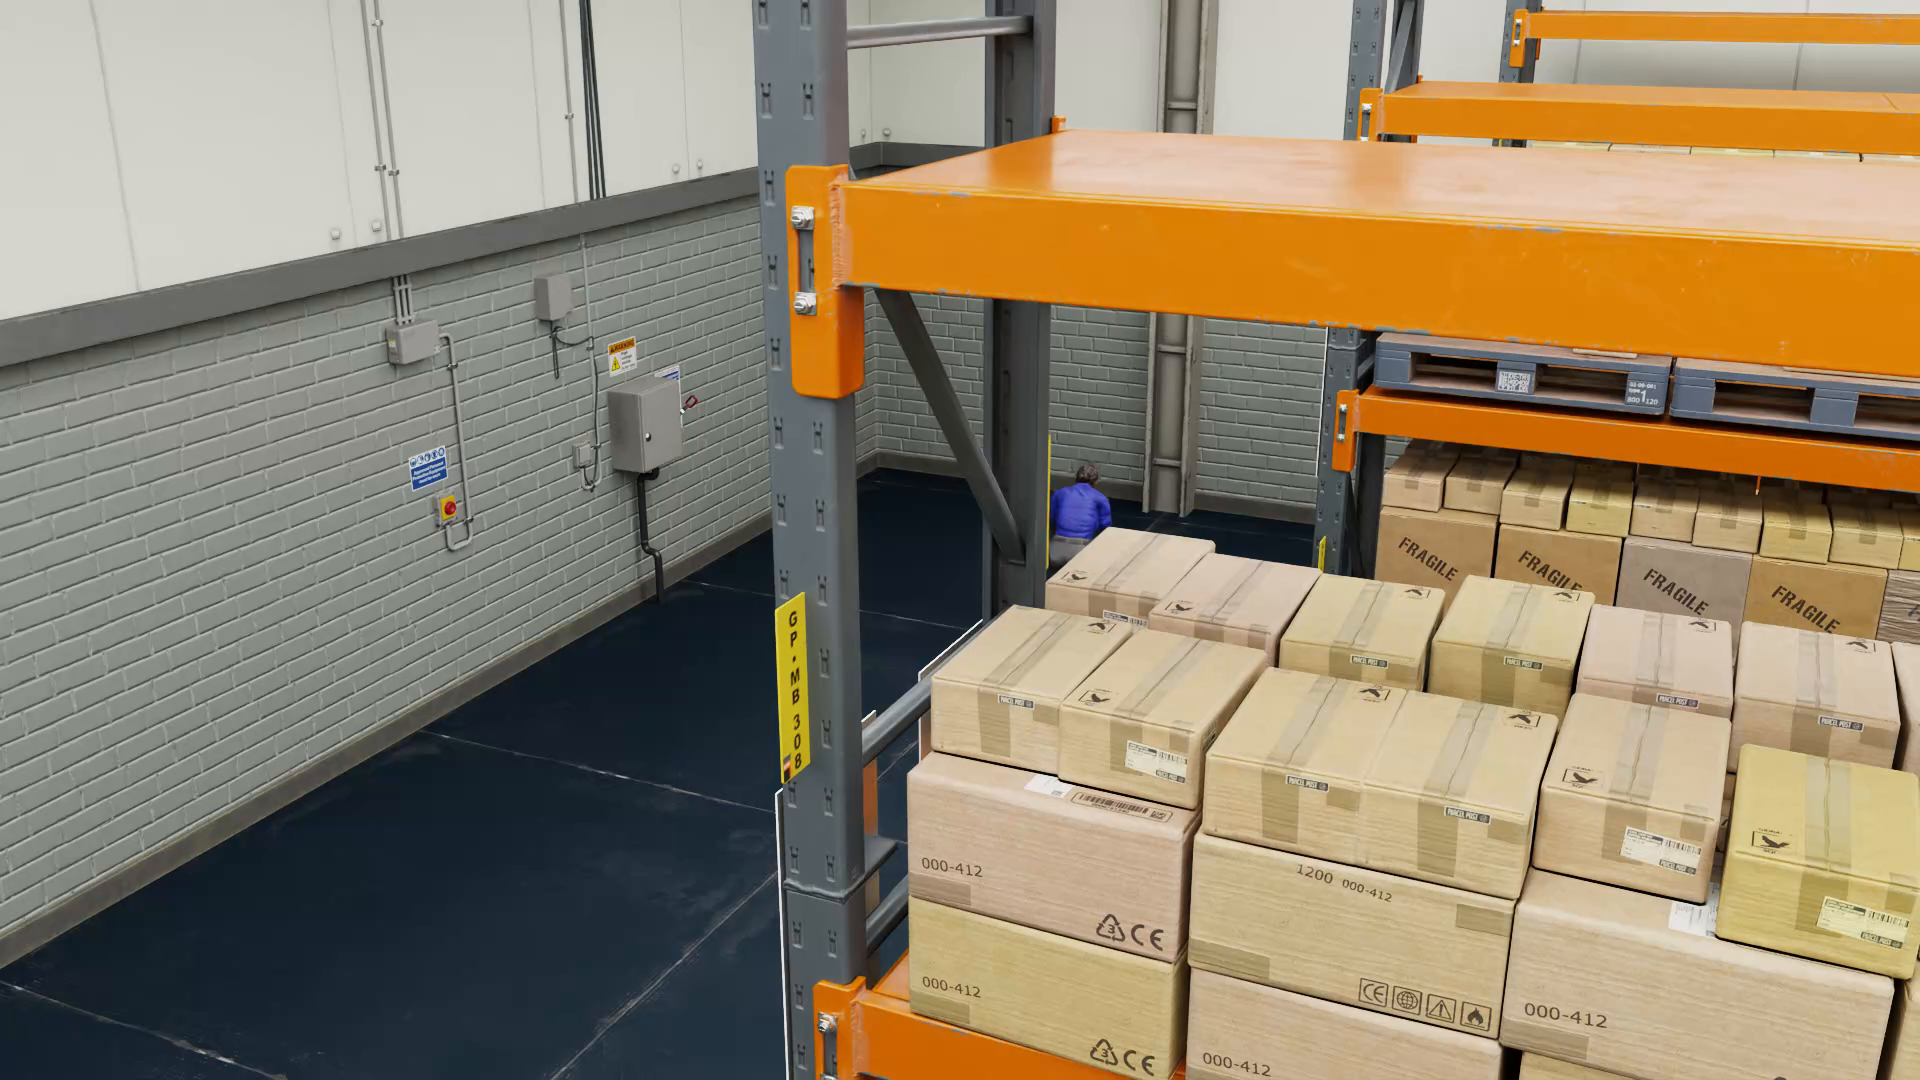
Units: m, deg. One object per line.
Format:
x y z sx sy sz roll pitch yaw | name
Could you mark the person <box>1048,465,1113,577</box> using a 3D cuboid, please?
0.841 0.073 12.159 0.497 1.142 0.732 8 21 23 | person
